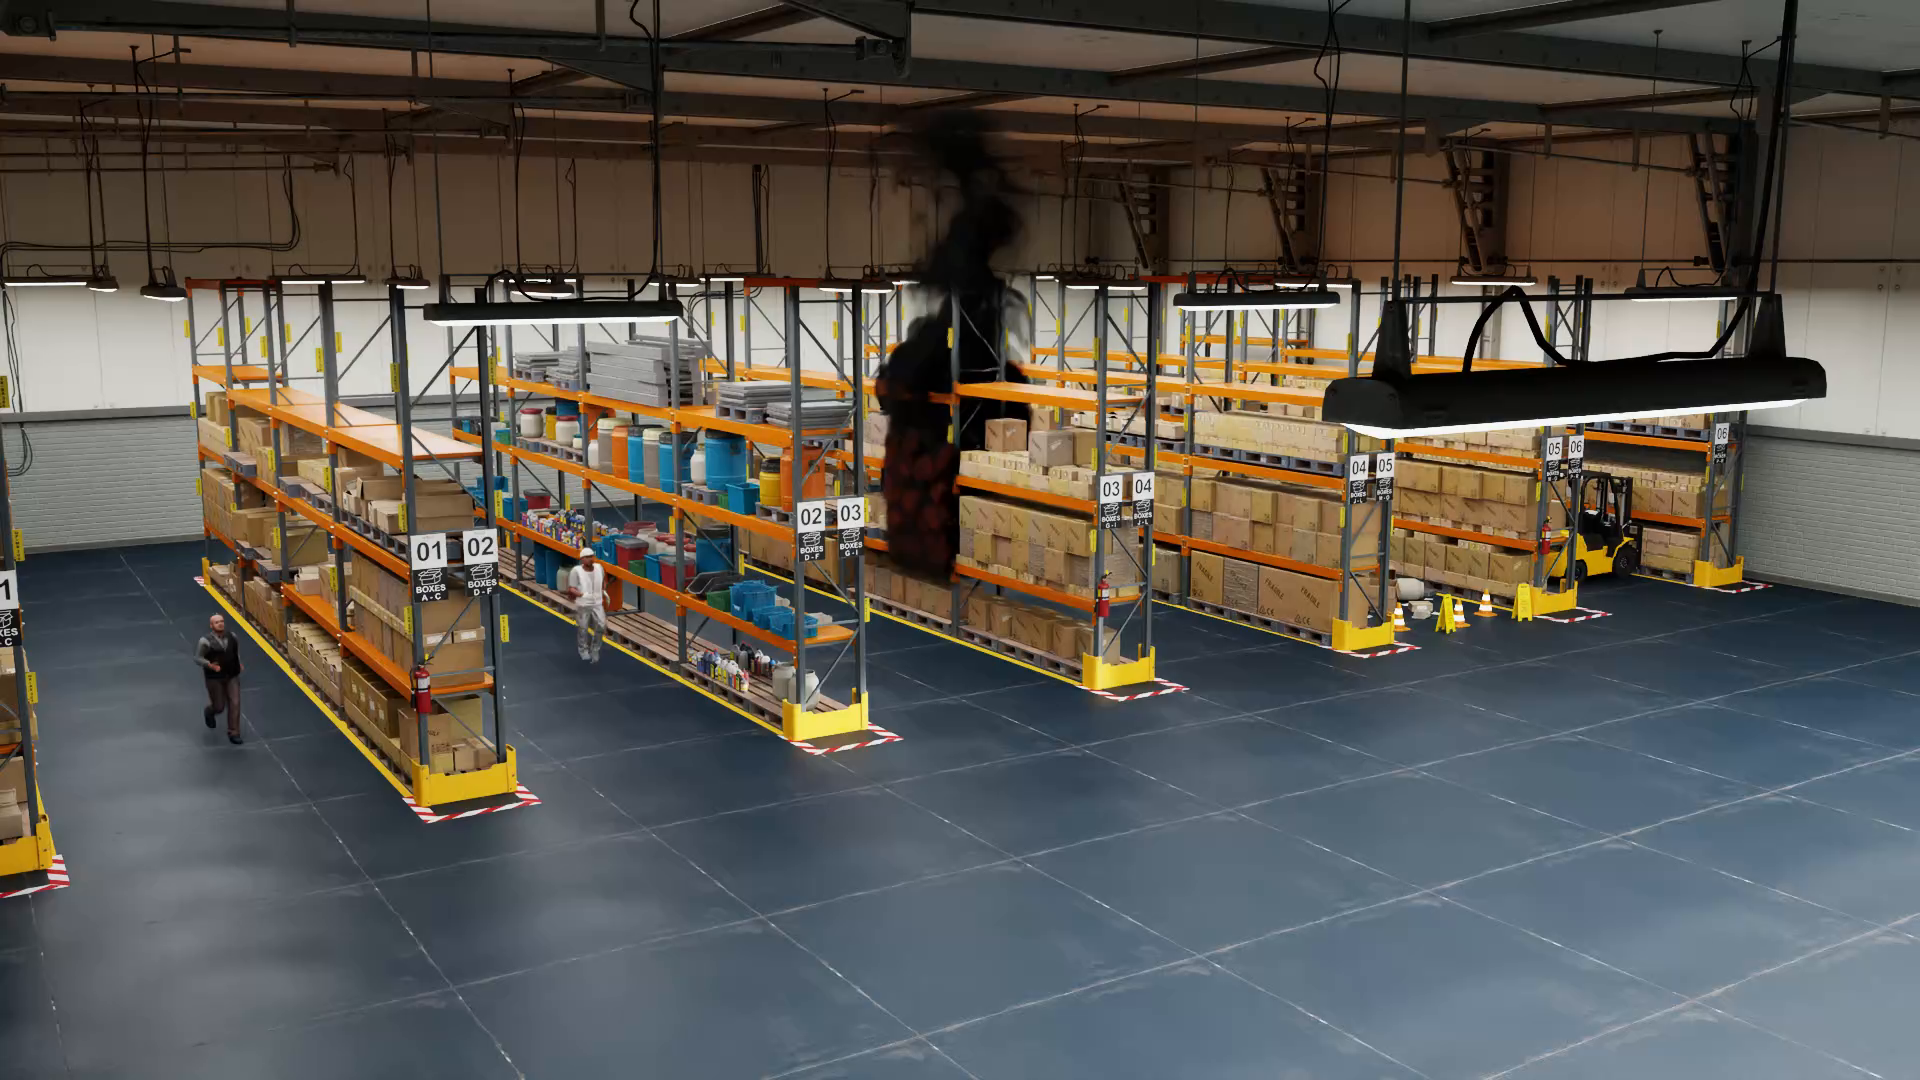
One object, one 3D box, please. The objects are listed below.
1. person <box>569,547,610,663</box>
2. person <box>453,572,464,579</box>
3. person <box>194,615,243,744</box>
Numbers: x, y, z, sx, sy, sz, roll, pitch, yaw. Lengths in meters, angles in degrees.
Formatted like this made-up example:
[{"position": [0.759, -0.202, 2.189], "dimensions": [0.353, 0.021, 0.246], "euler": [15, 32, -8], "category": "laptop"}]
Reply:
[{"position": [-5.546, 1.001, 25.075], "dimensions": [0.667, 1.792, 0.669], "euler": [-6, 11, -32], "category": "person"}, {"position": [-8.829, 0.400, 28.785], "dimensions": [0.705, 1.795, 0.613], "euler": [-8, 13, -40], "category": "person"}, {"position": [-9.754, 1.824, 21.999], "dimensions": [0.663, 1.697, 0.926], "euler": [-9, 13, -44], "category": "person"}]
